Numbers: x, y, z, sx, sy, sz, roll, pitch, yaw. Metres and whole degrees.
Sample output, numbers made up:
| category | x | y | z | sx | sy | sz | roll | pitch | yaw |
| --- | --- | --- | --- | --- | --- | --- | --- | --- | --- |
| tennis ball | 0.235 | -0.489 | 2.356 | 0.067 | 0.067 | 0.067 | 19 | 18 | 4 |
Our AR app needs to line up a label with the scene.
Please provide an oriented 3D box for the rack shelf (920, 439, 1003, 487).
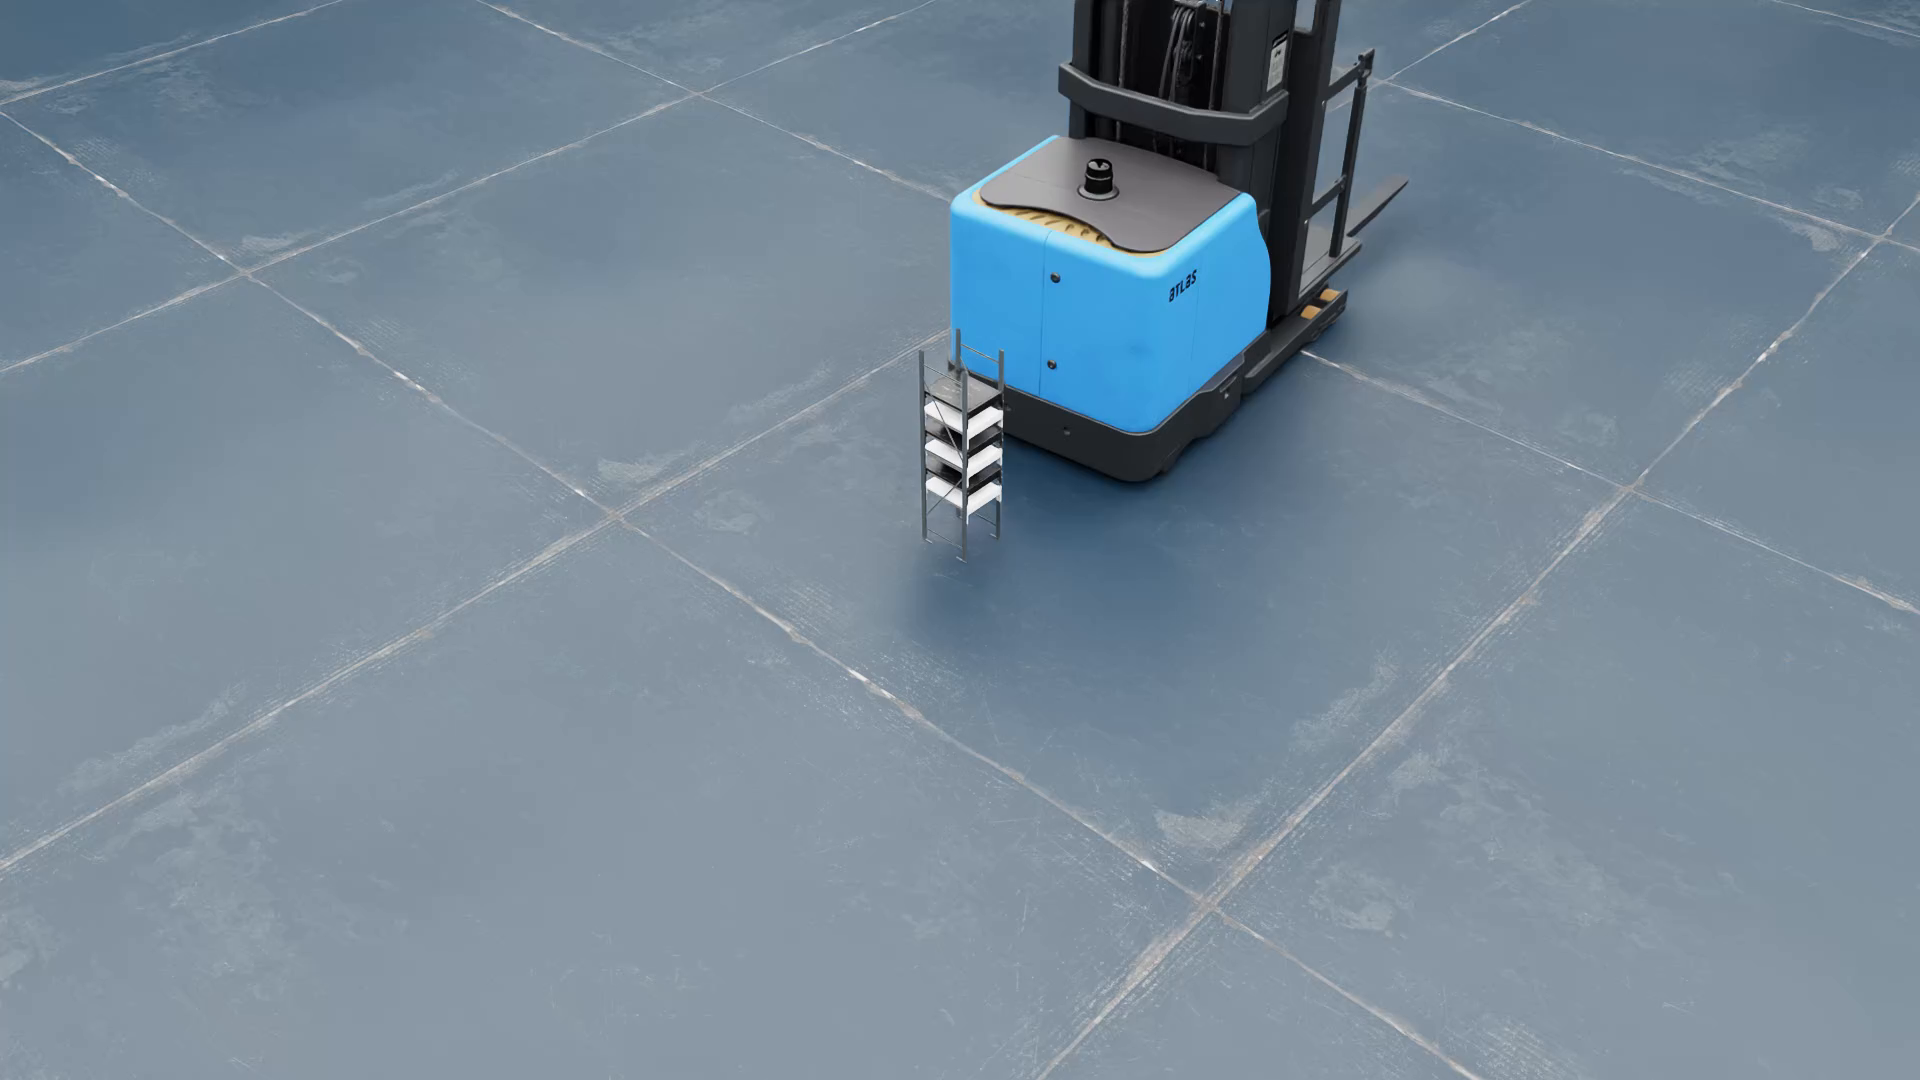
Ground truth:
| category | x | y | z | sx | sy | sz | roll | pitch | yaw |
| --- | --- | --- | --- | --- | --- | --- | --- | --- | --- |
| rack shelf | 0.005 | -0.330 | 6.495 | 0.258 | 0.077 | 0.200 | 30 | 47 | 32 |

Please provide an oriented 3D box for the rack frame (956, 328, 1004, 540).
| category | x | y | z | sx | sy | sz | roll | pitch | yaw |
| --- | --- | --- | --- | --- | --- | --- | --- | --- | --- |
| rack frame | 0.074 | -0.403 | 6.533 | 0.240 | 0.900 | 0.006 | 30 | 47 | 32 |

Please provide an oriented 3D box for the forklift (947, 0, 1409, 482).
| category | x | y | z | sx | sy | sz | roll | pitch | yaw |
| --- | --- | --- | --- | --- | --- | --- | --- | --- | --- |
| forklift | 1.219 | -2.260 | 7.238 | 1.130 | 2.935 | 3.031 | 24 | 45 | 27 |

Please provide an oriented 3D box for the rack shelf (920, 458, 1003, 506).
| category | x | y | z | sx | sy | sz | roll | pitch | yaw |
| --- | --- | --- | --- | --- | --- | --- | --- | --- | --- |
| rack shelf | 0.005 | -0.259 | 6.551 | 0.258 | 0.077 | 0.200 | 30 | 47 | 32 |

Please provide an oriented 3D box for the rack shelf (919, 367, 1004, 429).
| category | x | y | z | sx | sy | sz | roll | pitch | yaw |
| --- | --- | --- | --- | --- | --- | --- | --- | --- | --- |
| rack shelf | 0.005 | -0.541 | 6.327 | 0.258 | 0.077 | 0.200 | 30 | 47 | 32 |

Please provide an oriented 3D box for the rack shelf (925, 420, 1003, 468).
| category | x | y | z | sx | sy | sz | roll | pitch | yaw |
| --- | --- | --- | --- | --- | --- | --- | --- | --- | --- |
| rack shelf | 0.005 | -0.400 | 6.439 | 0.258 | 0.077 | 0.200 | 30 | 47 | 32 |

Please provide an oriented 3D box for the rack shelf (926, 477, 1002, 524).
| category | x | y | z | sx | sy | sz | roll | pitch | yaw |
| --- | --- | --- | --- | --- | --- | --- | --- | --- | --- |
| rack shelf | 0.005 | -0.189 | 6.607 | 0.258 | 0.077 | 0.200 | 30 | 47 | 32 |

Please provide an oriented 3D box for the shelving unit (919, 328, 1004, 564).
| category | x | y | z | sx | sy | sz | roll | pitch | yaw |
| --- | --- | --- | --- | --- | --- | --- | --- | --- | --- |
| shelving unit | 0.005 | -0.356 | 6.475 | 0.258 | 0.900 | 0.210 | 30 | 47 | 32 |

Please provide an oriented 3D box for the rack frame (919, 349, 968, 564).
| category | x | y | z | sx | sy | sz | roll | pitch | yaw |
| --- | --- | --- | --- | --- | --- | --- | --- | --- | --- |
| rack frame | -0.063 | -0.309 | 6.416 | 0.240 | 0.900 | 0.006 | 30 | 47 | 32 |

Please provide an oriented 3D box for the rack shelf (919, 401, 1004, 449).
| category | x | y | z | sx | sy | sz | roll | pitch | yaw |
| --- | --- | --- | --- | --- | --- | --- | --- | --- | --- |
| rack shelf | 0.005 | -0.471 | 6.383 | 0.258 | 0.077 | 0.200 | 30 | 47 | 32 |
